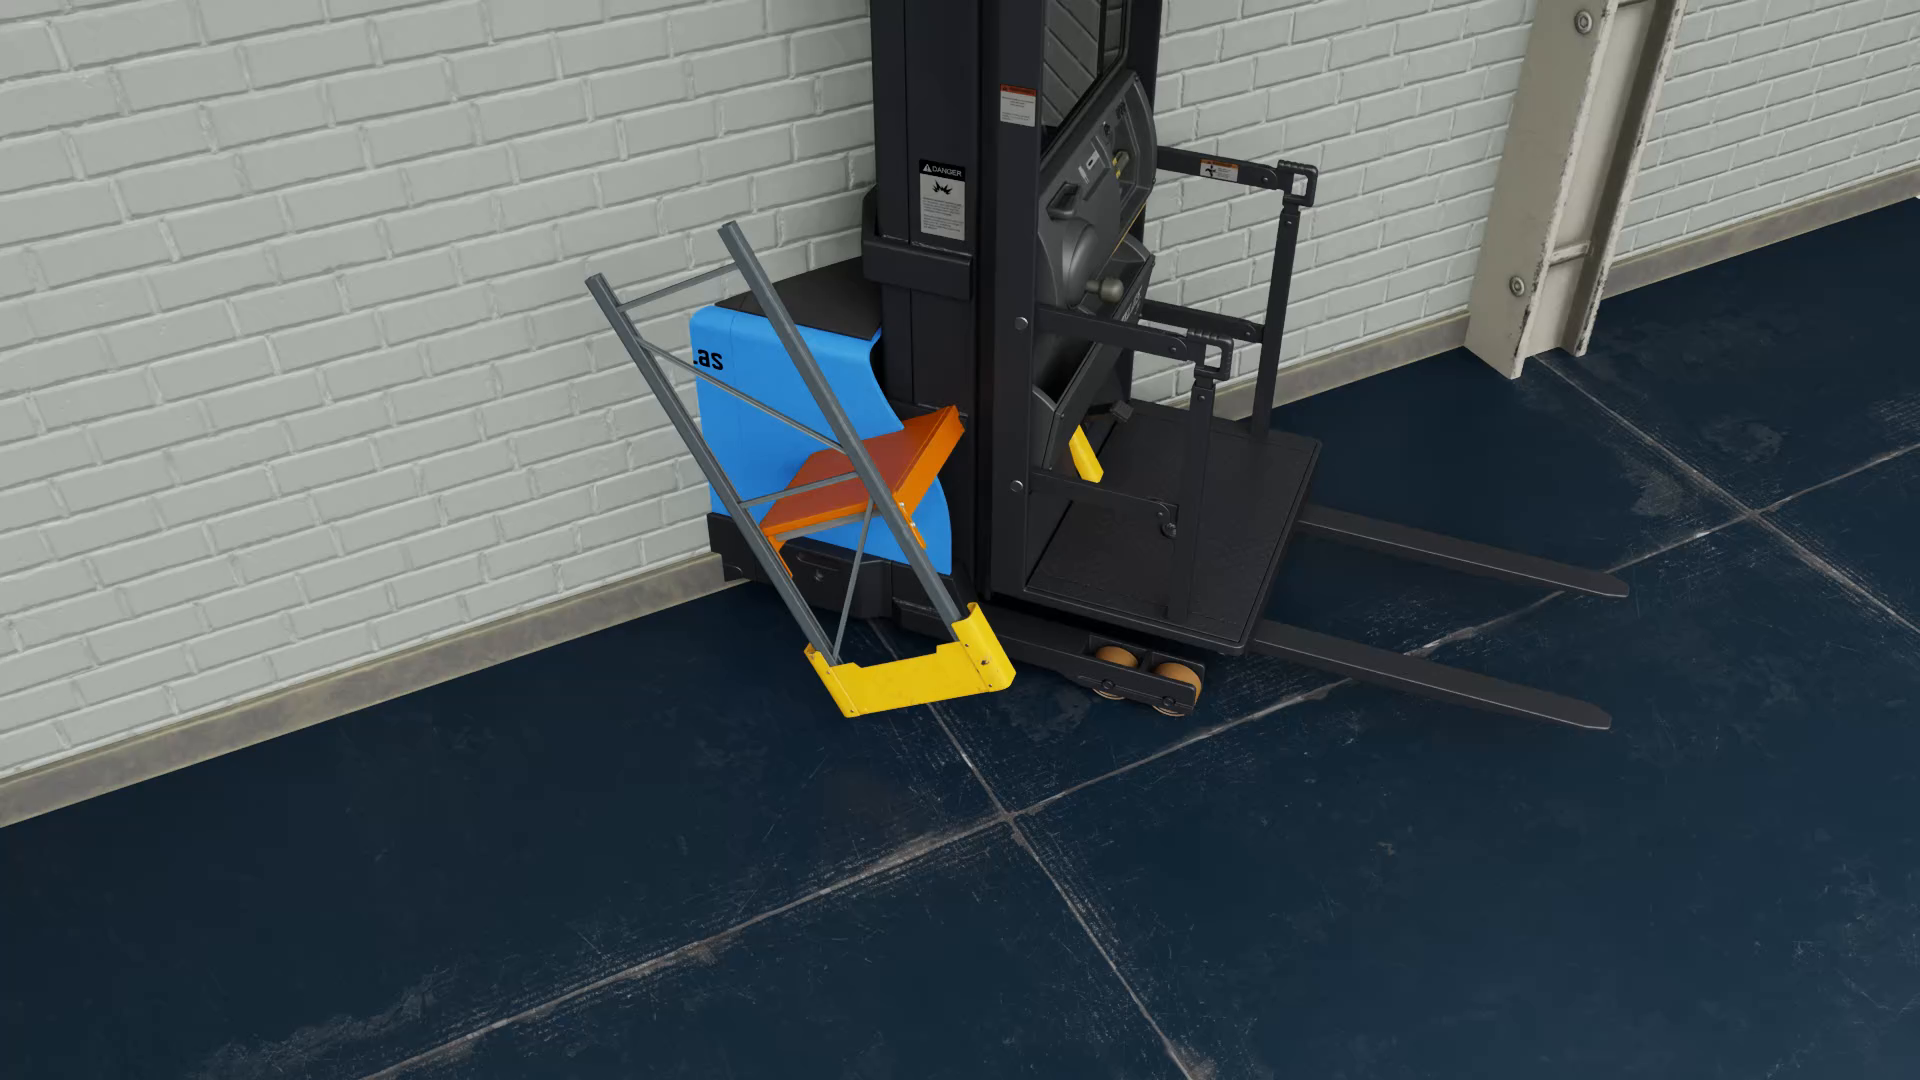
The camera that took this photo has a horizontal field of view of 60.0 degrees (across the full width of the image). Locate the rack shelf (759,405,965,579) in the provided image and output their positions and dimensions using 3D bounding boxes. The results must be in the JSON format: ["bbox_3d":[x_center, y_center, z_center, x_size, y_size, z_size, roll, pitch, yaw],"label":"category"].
[{"bbox_3d":[-0.186,-0.282,4.985,0.538,0.185,1.000,-13,29,31],"label":"rack shelf"}]

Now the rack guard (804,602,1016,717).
[{"bbox_3d":[-0.149,0.352,4.800,0.587,0.250,0.087,-13,29,31],"label":"rack guard"}]

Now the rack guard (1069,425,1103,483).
[{"bbox_3d":[0.179,-0.217,5.549,0.587,0.250,0.087,-13,29,31],"label":"rack guard"}]

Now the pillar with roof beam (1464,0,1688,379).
[{"bbox_3d":[4.240,-1.741,0.841,0.400,9.000,9.100,-19,44,-21],"label":"pillar with roof beam"}]

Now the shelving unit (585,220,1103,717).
[{"bbox_3d":[-0.263,-0.430,4.918,0.587,1.500,1.083,-13,29,31],"label":"shelving unit"}]

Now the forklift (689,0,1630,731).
[{"bbox_3d":[0.579,-0.969,4.626,3.031,2.935,1.130,14,42,16],"label":"forklift"}]

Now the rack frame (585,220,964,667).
[{"bbox_3d":[-0.434,-0.135,4.529,0.500,1.500,0.032,-13,29,31],"label":"rack frame"}]
